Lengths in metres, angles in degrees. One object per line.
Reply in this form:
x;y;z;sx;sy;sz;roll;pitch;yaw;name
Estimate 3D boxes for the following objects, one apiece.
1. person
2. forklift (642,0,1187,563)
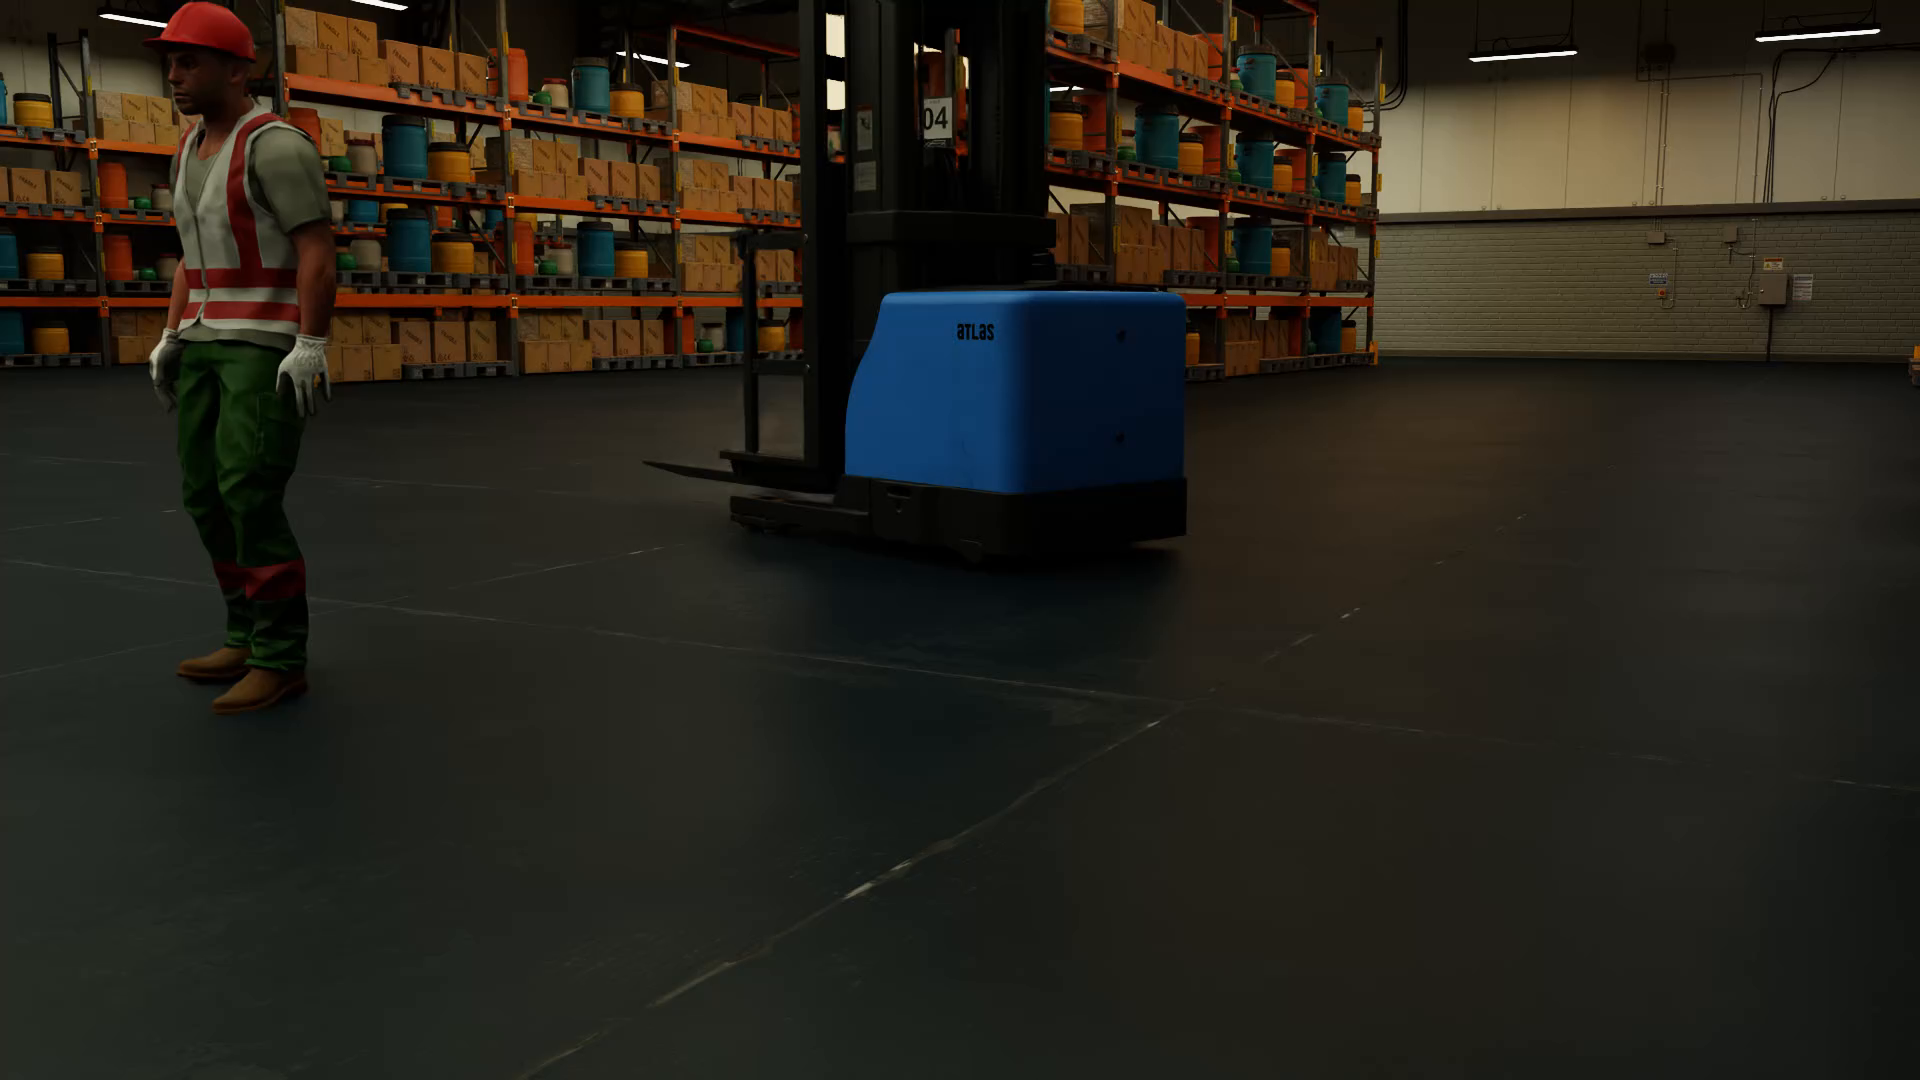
-1.919;-0.479;4.363;0.615;1.792;0.468;6;10;35;person
-0.403;-1.515;7.567;1.130;2.935;3.031;-7;10;-41;forklift
